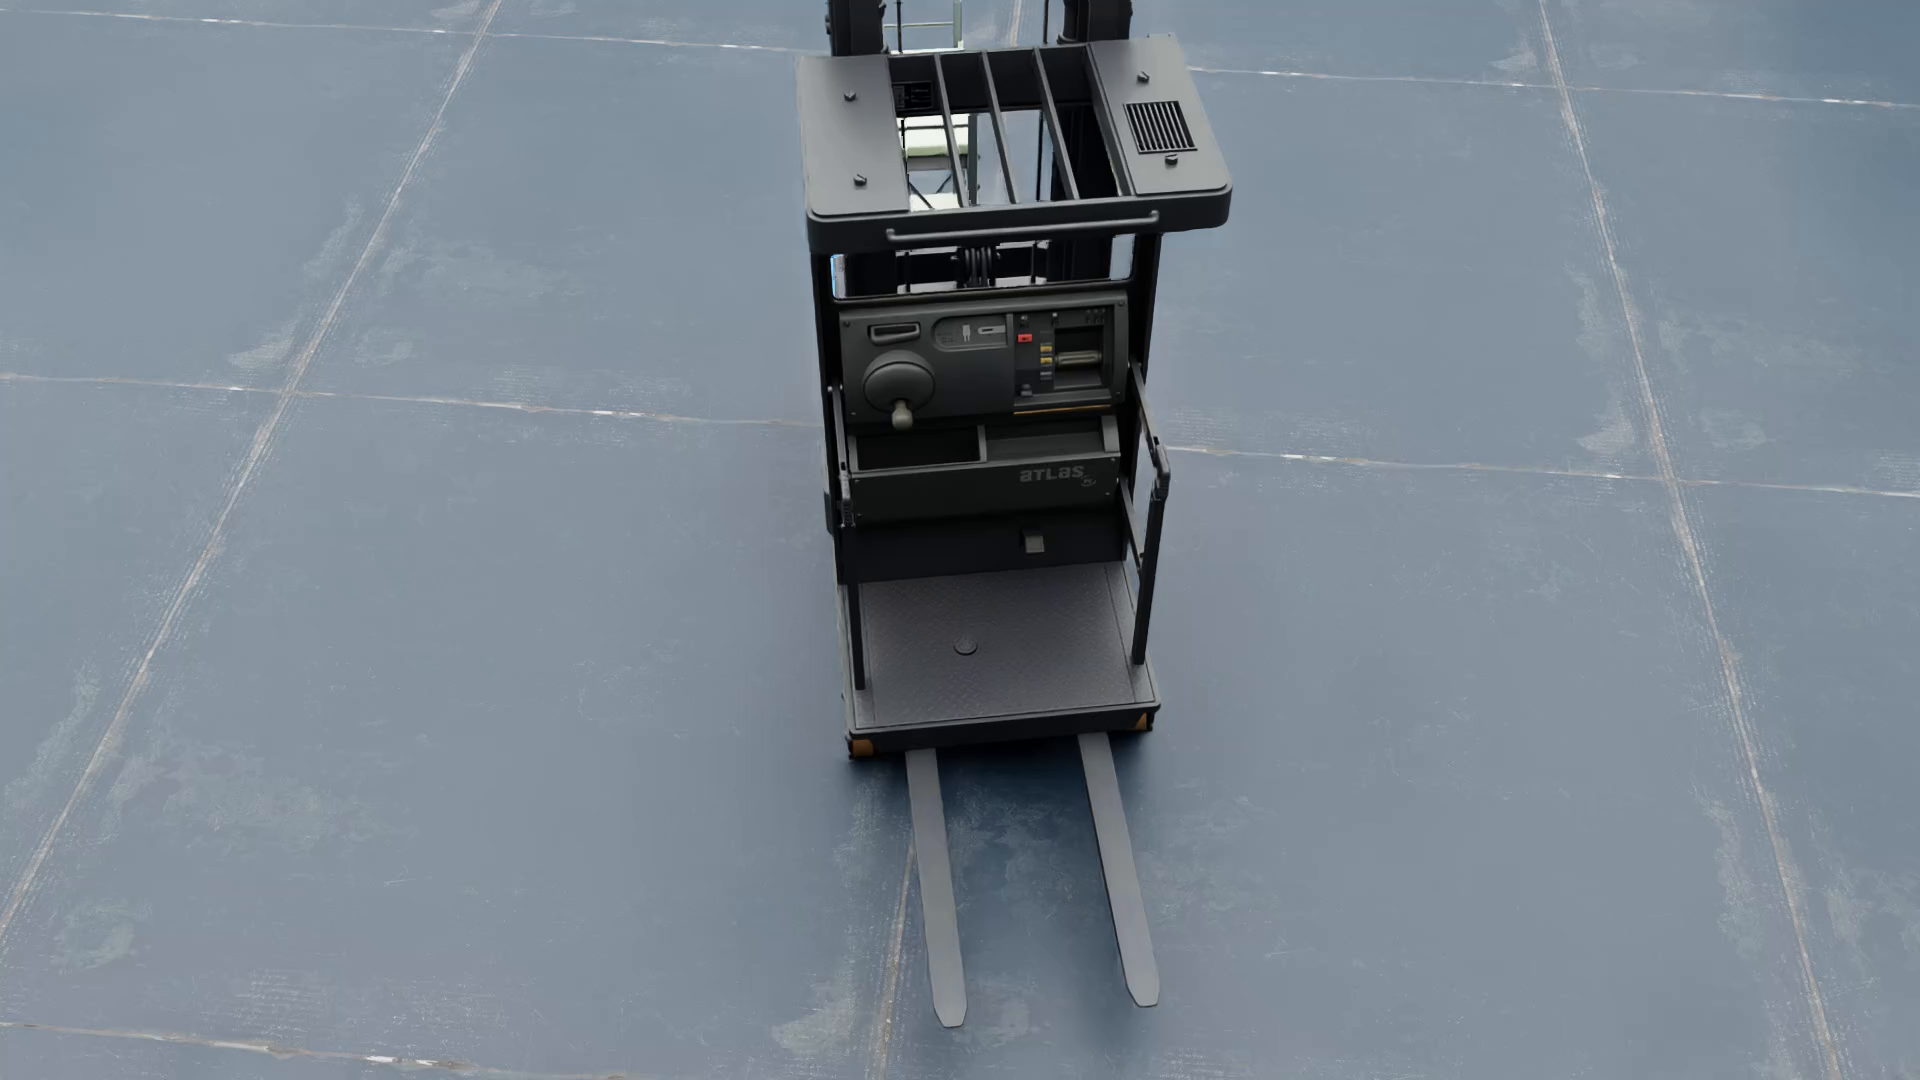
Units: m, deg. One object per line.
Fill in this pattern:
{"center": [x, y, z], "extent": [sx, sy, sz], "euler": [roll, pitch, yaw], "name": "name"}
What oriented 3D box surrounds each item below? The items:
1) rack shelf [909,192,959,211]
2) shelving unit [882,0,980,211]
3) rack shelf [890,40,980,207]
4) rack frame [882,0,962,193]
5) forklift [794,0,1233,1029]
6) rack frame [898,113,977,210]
{"center": [-0.164, -1.178, 7.276], "extent": [0.431, 0.370, 0.720], "euler": [-3, 47, -3], "name": "rack shelf"}
{"center": [-0.164, -1.400, 7.037], "extent": [0.431, 1.500, 0.755], "euler": [-3, 47, -3], "name": "shelving unit"}
{"center": [-0.164, -1.664, 6.750], "extent": [0.431, 0.370, 0.720], "euler": [-3, 47, -3], "name": "rack shelf"}
{"center": [-0.193, -1.667, 7.284], "extent": [0.400, 1.500, 0.023], "euler": [-3, 47, -3], "name": "rack frame"}
{"center": [0.108, -0.478, 5.227], "extent": [1.130, 2.935, 3.031], "euler": [-5, 48, -4], "name": "forklift"}
{"center": [-0.135, -1.132, 6.789], "extent": [0.400, 1.500, 0.023], "euler": [-3, 47, -3], "name": "rack frame"}
